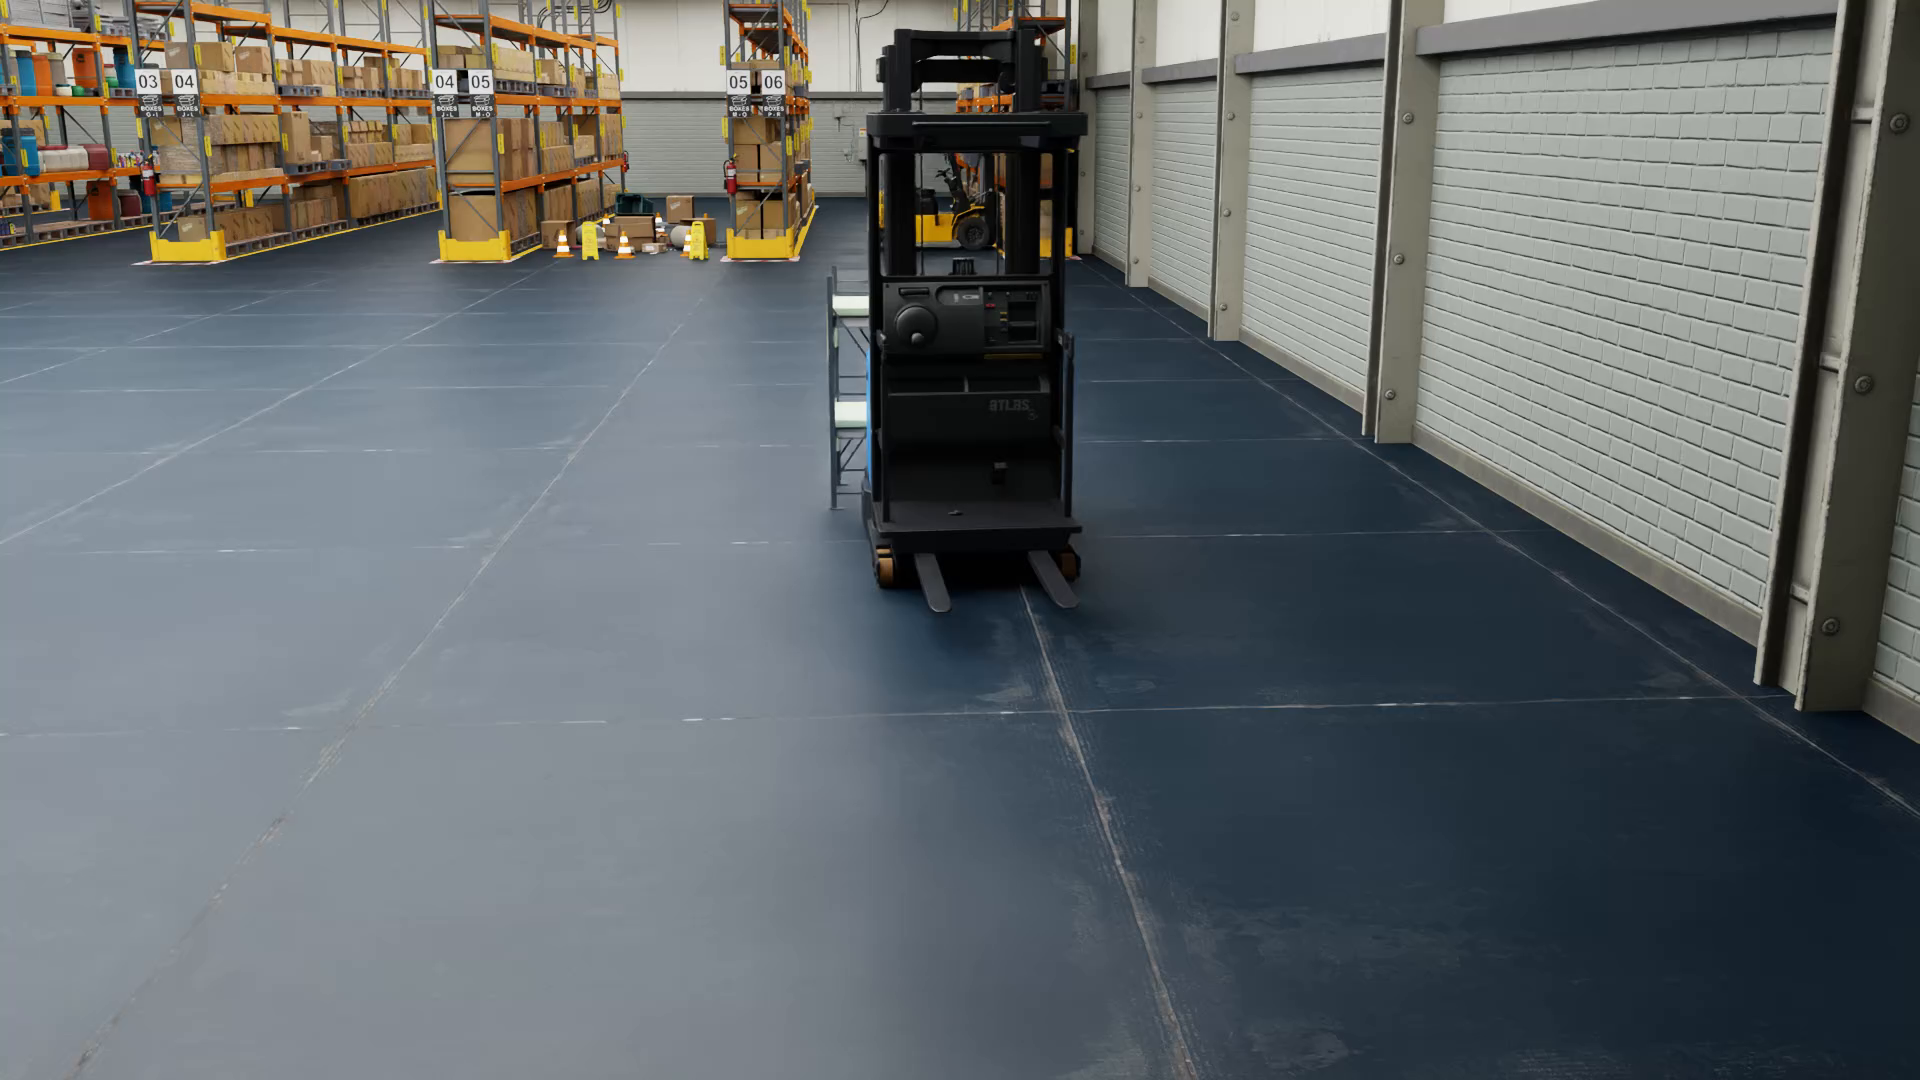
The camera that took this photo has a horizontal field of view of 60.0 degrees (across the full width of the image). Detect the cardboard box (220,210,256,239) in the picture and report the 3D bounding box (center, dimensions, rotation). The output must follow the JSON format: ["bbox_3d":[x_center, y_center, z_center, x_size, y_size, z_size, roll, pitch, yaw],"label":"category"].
[{"bbox_3d":[-13.531,-5.909,31.147,0.500,0.500,0.500,-2,15,-8],"label":"cardboard box"}]

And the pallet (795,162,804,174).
[{"bbox_3d":[-3.687,-7.564,33.791,1.003,0.211,1.213,-1,14,-3],"label":"pallet"}]

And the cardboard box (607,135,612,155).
[{"bbox_3d":[-9.027,-9.921,41.769,0.500,0.500,0.500,-1,14,-5],"label":"cardboard box"}]

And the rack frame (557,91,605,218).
[{"bbox_3d":[-9.215,-9.353,40.358,1.000,3.000,0.127,-1,14,-3],"label":"rack frame"}]

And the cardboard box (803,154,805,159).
[{"bbox_3d":[-3.971,-9.148,39.860,0.500,0.250,0.500,-1,14,-4],"label":"cardboard box"}]

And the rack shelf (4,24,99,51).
[{"bbox_3d":[-18.743,-10.096,33.453,1.077,0.370,4.000,-1,14,-3],"label":"rack shelf"}]

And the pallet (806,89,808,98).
[{"bbox_3d":[-4.393,-11.371,42.358,1.003,0.211,1.213,-1,14,-3],"label":"pallet"}]

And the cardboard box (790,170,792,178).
[{"bbox_3d":[-3.357,-6.888,31.281,0.380,0.149,0.250,-1,14,-3],"label":"cardboard box"}]

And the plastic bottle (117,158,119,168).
[{"bbox_3d":[-18.551,-8.310,36.562,0.097,0.271,0.097,0,14,0],"label":"plastic bottle"}]

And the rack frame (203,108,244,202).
[{"bbox_3d":[-19.360,-10.220,43.727,0.949,2.616,0.053,-1,14,-3],"label":"rack frame"}]

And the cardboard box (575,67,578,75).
[{"bbox_3d":[-9.250,-10.673,38.418,0.797,0.503,0.637,-1,14,-4],"label":"cardboard box"}]

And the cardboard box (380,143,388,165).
[{"bbox_3d":[-13.846,-9.115,39.231,0.500,0.500,0.500,0,14,-2],"label":"cardboard box"}]

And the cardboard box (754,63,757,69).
[{"bbox_3d":[-3.829,-8.459,29.766,0.380,0.149,0.250,-1,14,-3],"label":"cardboard box"}]

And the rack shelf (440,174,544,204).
[{"bbox_3d":[-8.595,-6.518,30.782,1.077,0.370,4.000,-1,14,-3],"label":"rack shelf"}]

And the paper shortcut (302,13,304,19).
[{"bbox_3d":[-14.530,-11.600,36.772,0.009,0.170,0.078,9,-17,-6],"label":"paper shortcut"}]

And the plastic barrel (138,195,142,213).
[{"bbox_3d":[-19.109,-7.770,38.356,0.421,0.512,0.421,0,14,0],"label":"plastic barrel"}]

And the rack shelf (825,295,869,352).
[{"bbox_3d":[-0.648,-1.396,10.877,0.431,0.370,0.720,-1,14,-2],"label":"rack shelf"}]

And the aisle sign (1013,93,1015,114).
[{"bbox_3d":[1.128,-7.786,29.050,0.394,0.787,0.004,-1,14,-3],"label":"aisle sign"}]

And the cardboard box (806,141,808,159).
[{"bbox_3d":[-4.048,-9.624,41.209,0.500,0.500,0.500,0,14,-2],"label":"cardboard box"}]

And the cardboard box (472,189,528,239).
[{"bbox_3d":[-8.691,-6.156,31.354,0.875,0.875,0.875,-1,14,-3],"label":"cardboard box"}]

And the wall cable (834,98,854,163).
[{"bbox_3d":[-3.486,-12.368,50.038,0.588,1.984,0.122,-1,14,-3],"label":"wall cable"}]

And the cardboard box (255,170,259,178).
[{"bbox_3d":[-13.341,-6.830,31.055,0.380,0.149,0.250,-1,14,-3],"label":"cardboard box"}]

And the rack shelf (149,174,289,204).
[{"bbox_3d":[-13.552,-6.466,30.582,1.077,0.370,4.000,-1,14,-3],"label":"rack shelf"}]

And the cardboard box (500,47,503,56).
[{"bbox_3d":[-8.205,-8.551,29.083,0.380,0.149,0.250,-1,14,-4],"label":"cardboard box"}]

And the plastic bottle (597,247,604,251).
[{"bbox_3d":[-6.727,-5.430,31.009,0.133,0.061,0.283,-6,16,-23],"label":"plastic bottle"}]

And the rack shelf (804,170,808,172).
[{"bbox_3d":[-4.157,-8.609,38.909,1.077,0.370,4.000,-1,14,-3],"label":"rack shelf"}]

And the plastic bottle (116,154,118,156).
[{"bbox_3d":[-19.259,-8.678,37.994,0.097,0.271,0.097,0,14,0],"label":"plastic bottle"}]

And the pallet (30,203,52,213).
[{"bbox_3d":[-24.252,-8.577,42.937,1.003,0.211,1.213,-1,14,-3],"label":"pallet"}]

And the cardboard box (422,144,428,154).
[{"bbox_3d":[-14.094,-10.125,43.063,0.500,0.250,0.500,-1,14,-4],"label":"cardboard box"}]

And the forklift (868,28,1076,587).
[{"bbox_3d":[0.060,-1.250,9.001,1.121,2.935,3.031,-1,15,-6],"label":"forklift"}]

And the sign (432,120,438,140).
[{"bbox_3d":[-9.014,-7.039,28.566,0.100,0.325,0.005,-1,14,-3],"label":"sign"}]

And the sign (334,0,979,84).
[{"bbox_3d":[-7.174,-11.483,37.992,14.986,2.113,4.023,-1,14,-3],"label":"sign"}]

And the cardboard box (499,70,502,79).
[{"bbox_3d":[-8.189,-8.105,28.948,0.380,0.149,0.250,-1,14,-3],"label":"cardboard box"}]

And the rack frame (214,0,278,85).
[{"bbox_3d":[-16.011,-8.327,29.964,5.924,5.808,4.090,-1,14,-3],"label":"rack frame"}]

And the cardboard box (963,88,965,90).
[{"bbox_3d":[0.351,-11.301,41.615,0.500,0.250,0.500,-1,14,-5],"label":"cardboard box"}]

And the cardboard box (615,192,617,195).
[{"bbox_3d":[-9.066,-8.930,42.995,0.380,0.149,0.250,-1,14,-3],"label":"cardboard box"}]

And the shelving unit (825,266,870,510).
[{"bbox_3d":[-0.648,-1.018,10.974,0.431,1.500,0.755,-1,14,-2],"label":"shelving unit"}]

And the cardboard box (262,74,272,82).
[{"bbox_3d":[-13.367,-8.809,31.724,0.380,0.149,0.250,0,14,-2],"label":"cardboard box"}]

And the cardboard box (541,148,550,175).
[{"bbox_3d":[-8.483,-7.547,33.137,0.500,0.500,0.500,-1,14,-3],"label":"cardboard box"}]

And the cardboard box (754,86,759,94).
[{"bbox_3d":[-3.818,-8.078,29.885,0.380,0.149,0.250,-1,14,-3],"label":"cardboard box"}]

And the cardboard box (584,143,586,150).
[{"bbox_3d":[-8.908,-9.155,38.653,0.380,0.149,0.250,-1,14,-3],"label":"cardboard box"}]

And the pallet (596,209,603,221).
[{"bbox_3d":[-9.165,-7.809,39.953,1.003,0.211,1.213,-1,14,-3],"label":"pallet"}]

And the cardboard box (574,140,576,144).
[{"bbox_3d":[-8.832,-8.974,37.352,0.380,0.149,0.250,-1,14,-4],"label":"cardboard box"}]

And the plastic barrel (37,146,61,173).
[{"bbox_3d":[-18.505,-7.725,33.758,0.433,0.535,0.433,0,14,0],"label":"plastic barrel"}]

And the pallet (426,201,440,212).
[{"bbox_3d":[-14.292,-8.748,43.604,1.003,0.211,1.213,-1,14,-3],"label":"pallet"}]

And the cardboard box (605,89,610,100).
[{"bbox_3d":[-9.033,-11.106,41.454,0.500,0.250,0.500,0,14,-1],"label":"cardboard box"}]

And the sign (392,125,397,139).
[{"bbox_3d":[-13.631,-9.835,40.065,0.100,0.325,0.005,-1,14,-3],"label":"sign"}]

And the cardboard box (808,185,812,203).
[{"bbox_3d":[-4.323,-9.022,43.370,0.875,0.438,0.875,0,14,-2],"label":"cardboard box"}]

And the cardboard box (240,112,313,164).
[{"bbox_3d":[-13.585,-8.006,33.074,1.000,1.000,1.000,-1,14,-3],"label":"cardboard box"}]

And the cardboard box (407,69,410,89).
[{"bbox_3d":[-14.339,-11.651,42.026,0.700,0.500,0.500,-2,15,-7],"label":"cardboard box"}]
